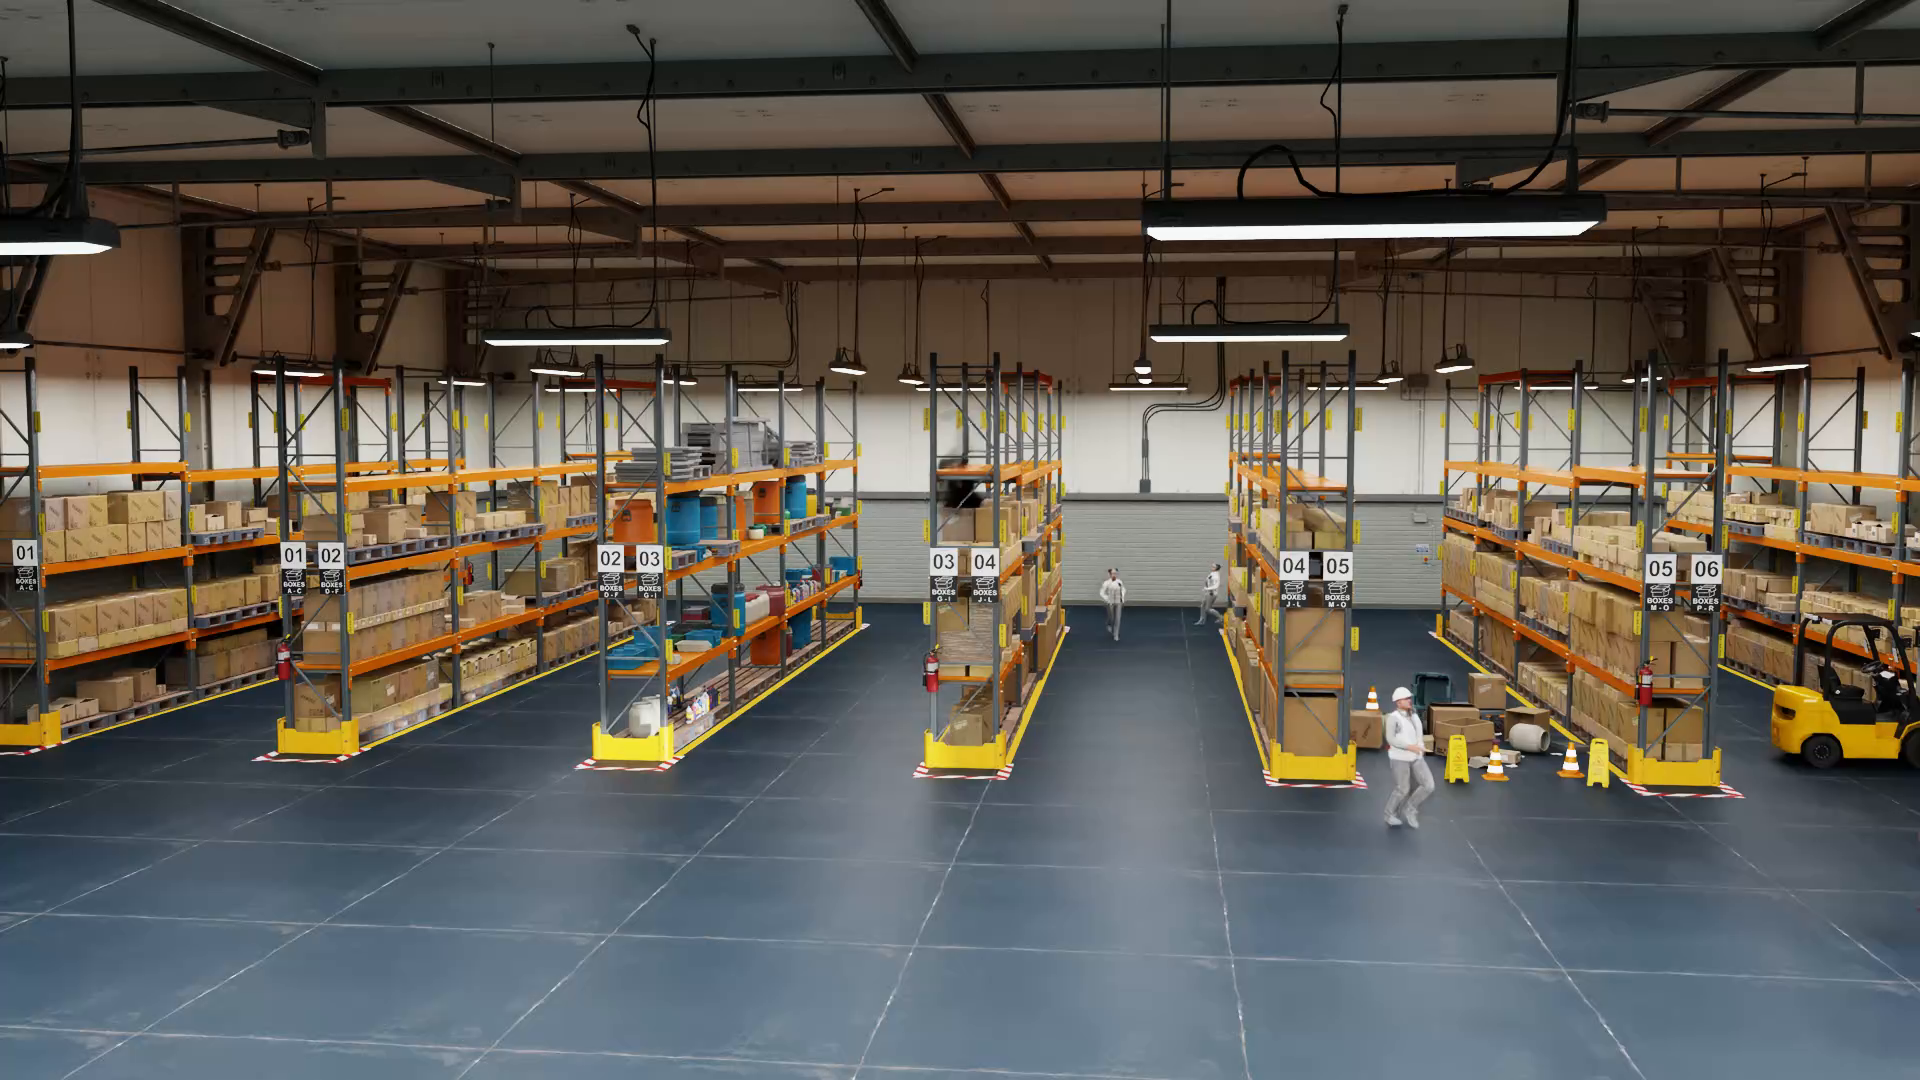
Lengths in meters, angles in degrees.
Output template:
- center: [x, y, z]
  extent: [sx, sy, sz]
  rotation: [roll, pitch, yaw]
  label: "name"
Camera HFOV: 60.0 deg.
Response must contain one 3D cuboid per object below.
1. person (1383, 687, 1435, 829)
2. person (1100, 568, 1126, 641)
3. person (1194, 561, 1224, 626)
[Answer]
- center: [5.517, 2.687, 20.479]
  extent: [0.668, 1.755, 0.672]
  rotation: [-2, 5, -31]
  label: "person"
- center: [3.537, 1.462, 38.324]
  extent: [0.621, 1.669, 0.792]
  rotation: [0, 4, -6]
  label: "person"
- center: [6.097, 1.324, 40.647]
  extent: [0.715, 1.641, 0.715]
  rotation: [0, 4, 5]
  label: "person"
